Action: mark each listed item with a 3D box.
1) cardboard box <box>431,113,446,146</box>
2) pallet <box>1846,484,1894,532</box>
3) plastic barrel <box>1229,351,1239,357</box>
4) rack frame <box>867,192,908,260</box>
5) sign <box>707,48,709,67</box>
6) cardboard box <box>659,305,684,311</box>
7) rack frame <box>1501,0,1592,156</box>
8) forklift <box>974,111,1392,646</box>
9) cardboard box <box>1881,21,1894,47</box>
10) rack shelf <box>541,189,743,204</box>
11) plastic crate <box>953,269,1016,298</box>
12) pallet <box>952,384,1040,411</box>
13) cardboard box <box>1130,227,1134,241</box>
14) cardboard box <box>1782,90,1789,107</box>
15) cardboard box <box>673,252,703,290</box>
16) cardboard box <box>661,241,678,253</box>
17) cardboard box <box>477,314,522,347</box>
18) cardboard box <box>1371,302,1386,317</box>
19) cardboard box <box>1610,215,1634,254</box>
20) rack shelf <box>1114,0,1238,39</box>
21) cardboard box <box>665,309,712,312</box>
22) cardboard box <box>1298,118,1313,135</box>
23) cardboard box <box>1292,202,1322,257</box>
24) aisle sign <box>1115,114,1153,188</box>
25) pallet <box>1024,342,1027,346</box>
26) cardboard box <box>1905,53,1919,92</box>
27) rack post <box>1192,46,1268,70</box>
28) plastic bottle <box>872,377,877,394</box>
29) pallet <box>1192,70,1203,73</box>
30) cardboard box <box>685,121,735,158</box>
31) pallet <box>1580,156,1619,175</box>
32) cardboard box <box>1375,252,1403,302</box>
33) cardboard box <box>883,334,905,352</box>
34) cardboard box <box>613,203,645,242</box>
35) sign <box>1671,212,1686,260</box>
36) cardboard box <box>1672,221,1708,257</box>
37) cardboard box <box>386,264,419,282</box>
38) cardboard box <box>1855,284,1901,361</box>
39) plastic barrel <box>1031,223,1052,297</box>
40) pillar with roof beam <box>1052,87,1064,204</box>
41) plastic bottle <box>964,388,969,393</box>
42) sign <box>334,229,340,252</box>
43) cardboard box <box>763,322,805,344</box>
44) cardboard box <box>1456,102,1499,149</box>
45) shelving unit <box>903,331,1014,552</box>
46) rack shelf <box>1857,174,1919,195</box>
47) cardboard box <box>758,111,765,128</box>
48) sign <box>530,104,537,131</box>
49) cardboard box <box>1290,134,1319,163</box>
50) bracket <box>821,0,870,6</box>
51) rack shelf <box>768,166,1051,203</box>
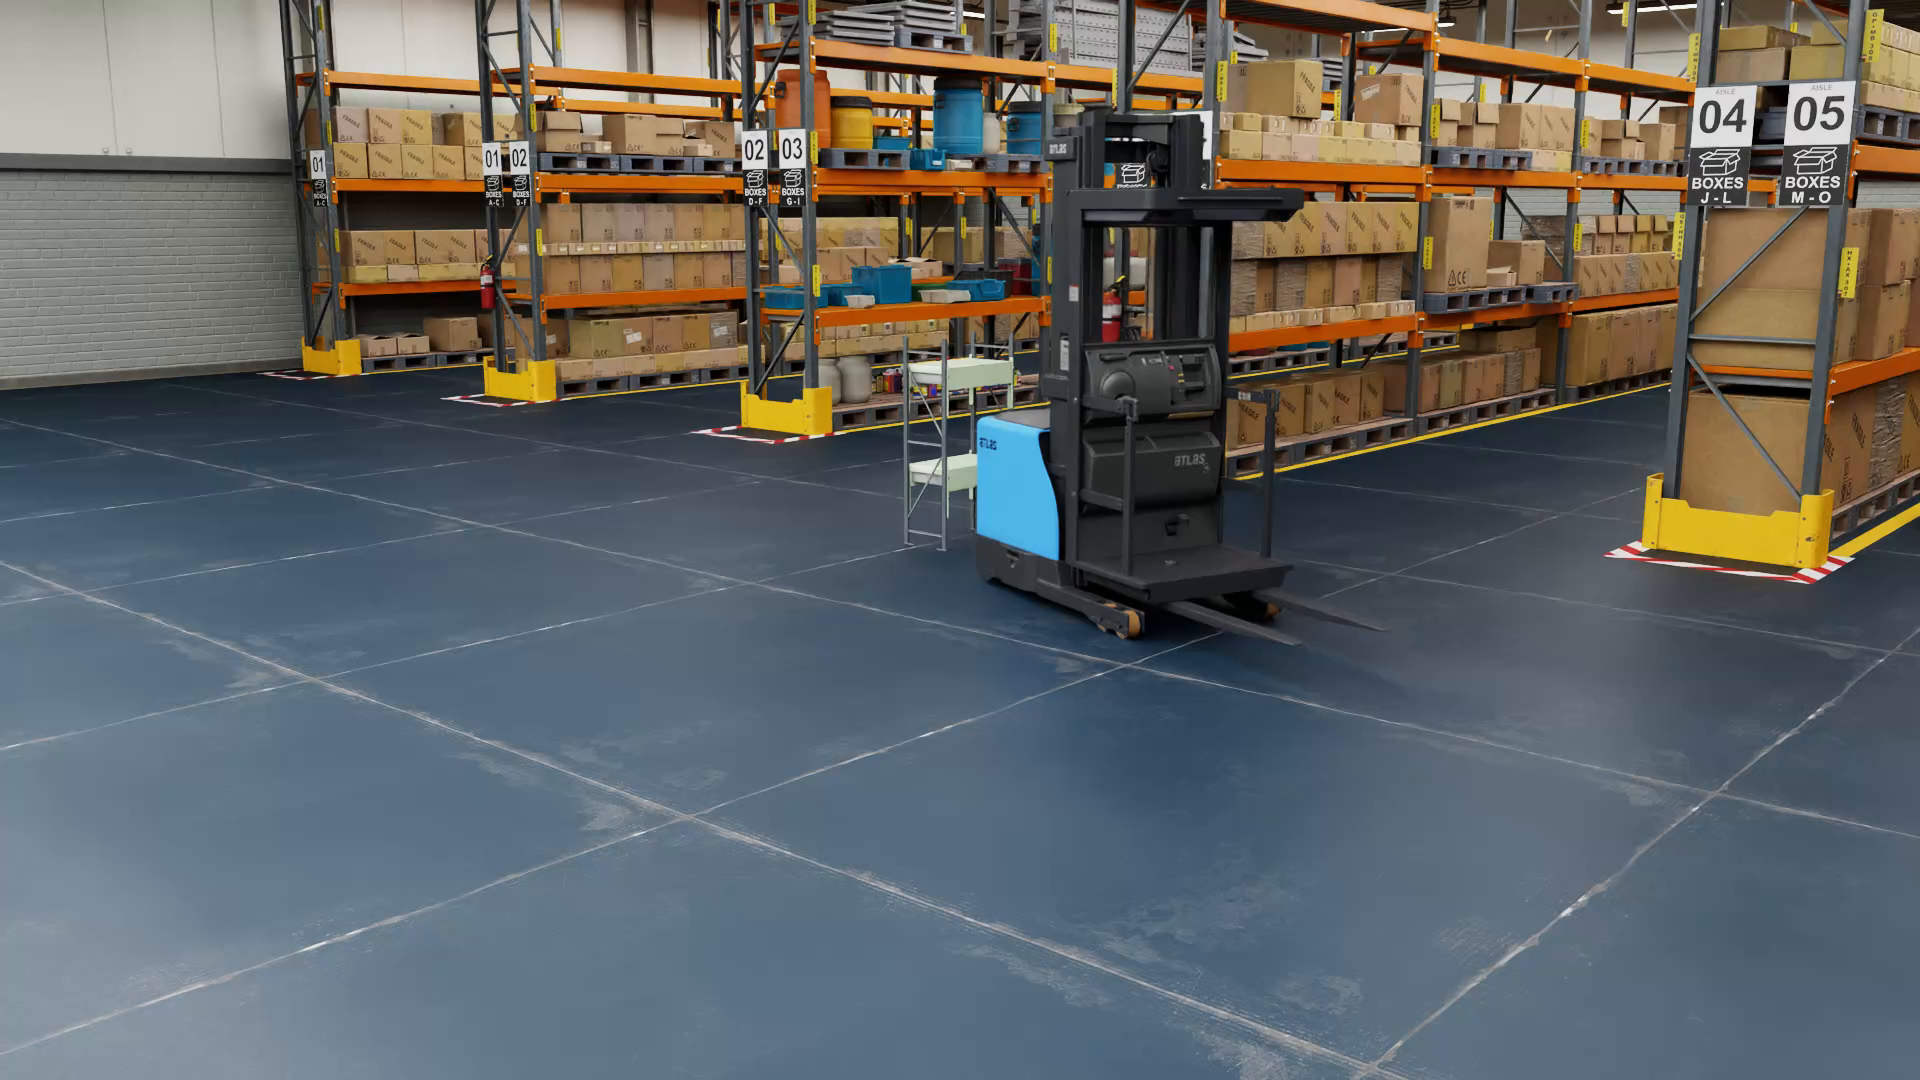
[{"bbox_3d":[-8.248,-6.294,25.550,0.500,0.500,0.500,10,15,40],"label":"cardboard box"},{"bbox_3d":[6.728,-0.314,13.246,1.003,0.211,1.213,10,15,40],"label":"pallet"},{"bbox_3d":[3.971,-3.004,24.871,0.421,0.512,0.421,0,11,0],"label":"plastic barrel"},{"bbox_3d":[-1.446,-5.718,33.182,1.000,3.000,0.127,10,15,40],"label":"rack frame"},{"bbox_3d":[-4.506,-8.679,29.898,0.100,0.325,0.005,10,15,40],"label":"sign"},{"bbox_3d":[-5.257,-3.870,29.185,0.700,0.500,0.500,10,15,40],"label":"cardboard box"},{"bbox_3d":[7.075,-6.150,20.029,1.000,3.000,0.127,10,15,40],"label":"rack frame"},{"bbox_3d":[1.249,-0.978,9.626,1.130,2.935,3.031,-6,13,-28],"label":"forklift"},{"bbox_3d":[6.079,-3.414,11.264,0.380,0.149,0.250,10,15,41],"label":"cardboard box"},{"bbox_3d":[-5.407,-5.954,28.539,1.077,0.370,4.000,10,15,40],"label":"rack shelf"},{"bbox_3d":[0.273,-3.169,20.579,0.767,0.338,0.504,10,15,40],"label":"plastic crate"},{"bbox_3d":[0.240,-1.799,20.682,1.003,0.211,1.213,10,15,40],"label":"pallet"},{"bbox_3d":[2.799,-5.651,30.036,0.500,0.500,0.500,10,15,42],"label":"cardboard box"},{"bbox_3d":[5.754,-3.146,11.958,0.380,0.149,0.250,10,15,41],"label":"cardboard box"},{"bbox_3d":[-3.969,-3.733,22.985,0.700,0.500,0.500,10,15,41],"label":"cardboard box"},{"bbox_3d":[-4.035,-3.975,22.541,0.380,0.149,0.250,10,15,42],"label":"cardboard box"},{"bbox_3d":[-7.382,-3.373,26.701,0.500,0.500,0.500,8,14,36],"label":"cardboard box"},{"bbox_3d":[4.132,-2.363,17.023,0.380,0.149,0.250,10,15,40],"label":"cardboard box"},{"bbox_3d":[8.440,-4.050,22.013,0.797,0.503,0.637,10,15,42],"label":"cardboard box"},{"bbox_3d":[3.597,-9.591,30.609,1.077,0.370,4.000,10,15,40],"label":"rack shelf"},{"bbox_3d":[-3.869,-3.024,23.728,0.500,0.500,0.500,10,15,40],"label":"cardboard box"},{"bbox_3d":[3.034,-3.822,15.395,0.380,0.149,0.250,9,14,38],"label":"cardboard box"},{"bbox_3d":[3.027,-2.909,15.549,0.500,0.500,0.500,10,15,40],"label":"cardboard box"},{"bbox_3d":[1.528,-3.336,14.618,0.394,0.787,0.004,10,15,40],"label":"aisle sign"},{"bbox_3d":[1.768,-3.586,29.628,1.003,0.211,1.213,10,15,40],"label":"pallet"},{"bbox_3d":[6.632,-3.361,12.016,0.500,0.250,0.500,10,15,40],"label":"cardboard box"},{"bbox_3d":[3.802,-6.866,23.803,0.954,0.300,0.937,10,15,40],"label":"rack post"},{"bbox_3d":[-1.043,-1.842,19.798,0.097,0.201,0.097,0,11,0],"label":"plastic bottle"},{"bbox_3d":[3.854,-6.604,23.804,1.213,0.211,1.003,10,15,40],"label":"pallet"},{"bbox_3d":[-3.534,-5.656,23.527,0.500,0.500,0.500,-11,15,-43],"label":"cardboard box"},{"bbox_3d":[7.461,-4.688,20.850,1.213,0.211,1.003,11,16,43],"label":"pallet"},{"bbox_3d":[4.092,-2.757,17.340,0.875,0.500,0.500,10,15,40],"label":"cardboard box"},{"bbox_3d":[-1.199,-3.089,25.964,0.500,0.250,0.500,10,15,42],"label":"cardboard box"},{"bbox_3d":[-4.616,-4.225,22.140,0.700,0.500,0.500,10,15,41],"label":"cardboard box"},{"bbox_3d":[5.055,-2.131,11.664,0.100,0.325,0.005,10,15,40],"label":"sign"},{"bbox_3d":[10.555,-4.346,24.020,0.500,0.500,0.500,10,15,40],"label":"cardboard box"},{"bbox_3d":[-8.475,-3.998,24.901,0.500,0.250,0.500,9,15,39],"label":"cardboard box"},{"bbox_3d":[6.475,-1.659,12.477,0.875,0.550,0.550,10,15,40],"label":"cardboard box"},{"bbox_3d":[1.197,-3.524,20.916,0.600,0.901,0.708,10,15,40],"label":"plastic barrel"},{"bbox_3d":[5.560,-9.201,35.303,9.100,9.000,0.548,10,15,40],"label":"pillar with roof beam"},{"bbox_3d":[0.056,-1.909,19.943,0.152,0.276,0.135,10,15,41],"label":"plastic bottle"},{"bbox_3d":[-8.960,-4.307,23.907,0.100,0.325,0.005,10,15,40],"label":"sign"},{"bbox_3d":[-2.544,-3.062,24.402,0.500,0.311,0.500,10,15,41],"label":"cardboard box"},{"bbox_3d":[5.441,-4.543,18.302,0.797,0.503,0.637,11,15,43],"label":"cardboard box"},{"bbox_3d":[-0.004,-0.734,12.059,0.431,1.500,0.755,10,15,40],"label":"shelving unit"},{"bbox_3d":[9.414,-3.376,15.635,1.077,0.370,4.000,10,15,40],"label":"rack shelf"},{"bbox_3d":[-2.567,-5.958,24.121,0.500,0.500,0.500,10,15,41],"label":"cardboard box"},{"bbox_3d":[-5.231,-5.179,20.388,0.100,0.325,0.005,10,15,40],"label":"sign"},{"bbox_3d":[2.973,-3.615,15.379,0.500,0.250,0.500,10,15,40],"label":"cardboard box"},{"bbox_3d":[-3.353,-10.152,30.872,0.076,0.066,4.783,10,15,40],"label":"bracket"},{"bbox_3d":[-0.606,-4.084,19.180,1.077,0.370,4.000,10,15,40],"label":"rack shelf"}]
